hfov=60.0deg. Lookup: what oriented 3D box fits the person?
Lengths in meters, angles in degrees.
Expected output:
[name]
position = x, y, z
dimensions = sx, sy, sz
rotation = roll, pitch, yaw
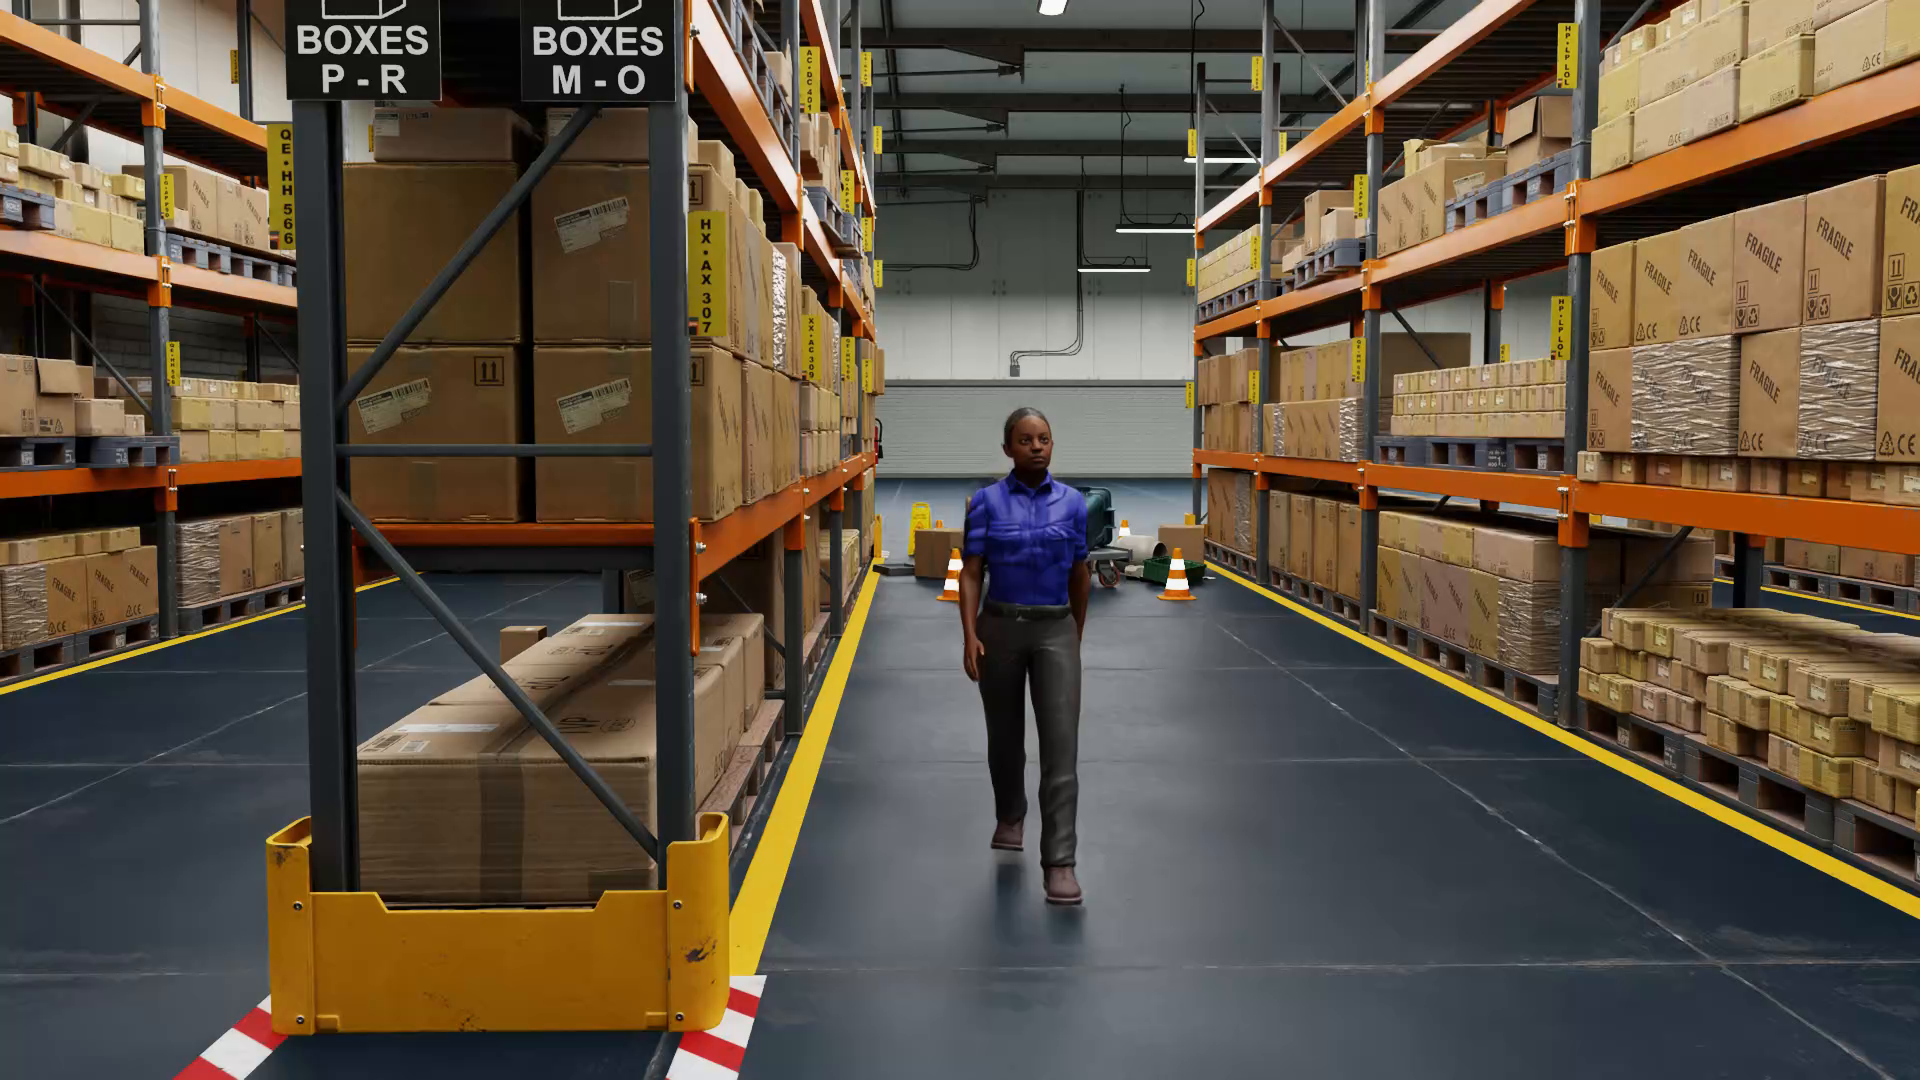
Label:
[person]
position = 0.223, 0.353, 5.687
dimensions = 0.458, 1.584, 0.967
rotation = 0, 4, 1
